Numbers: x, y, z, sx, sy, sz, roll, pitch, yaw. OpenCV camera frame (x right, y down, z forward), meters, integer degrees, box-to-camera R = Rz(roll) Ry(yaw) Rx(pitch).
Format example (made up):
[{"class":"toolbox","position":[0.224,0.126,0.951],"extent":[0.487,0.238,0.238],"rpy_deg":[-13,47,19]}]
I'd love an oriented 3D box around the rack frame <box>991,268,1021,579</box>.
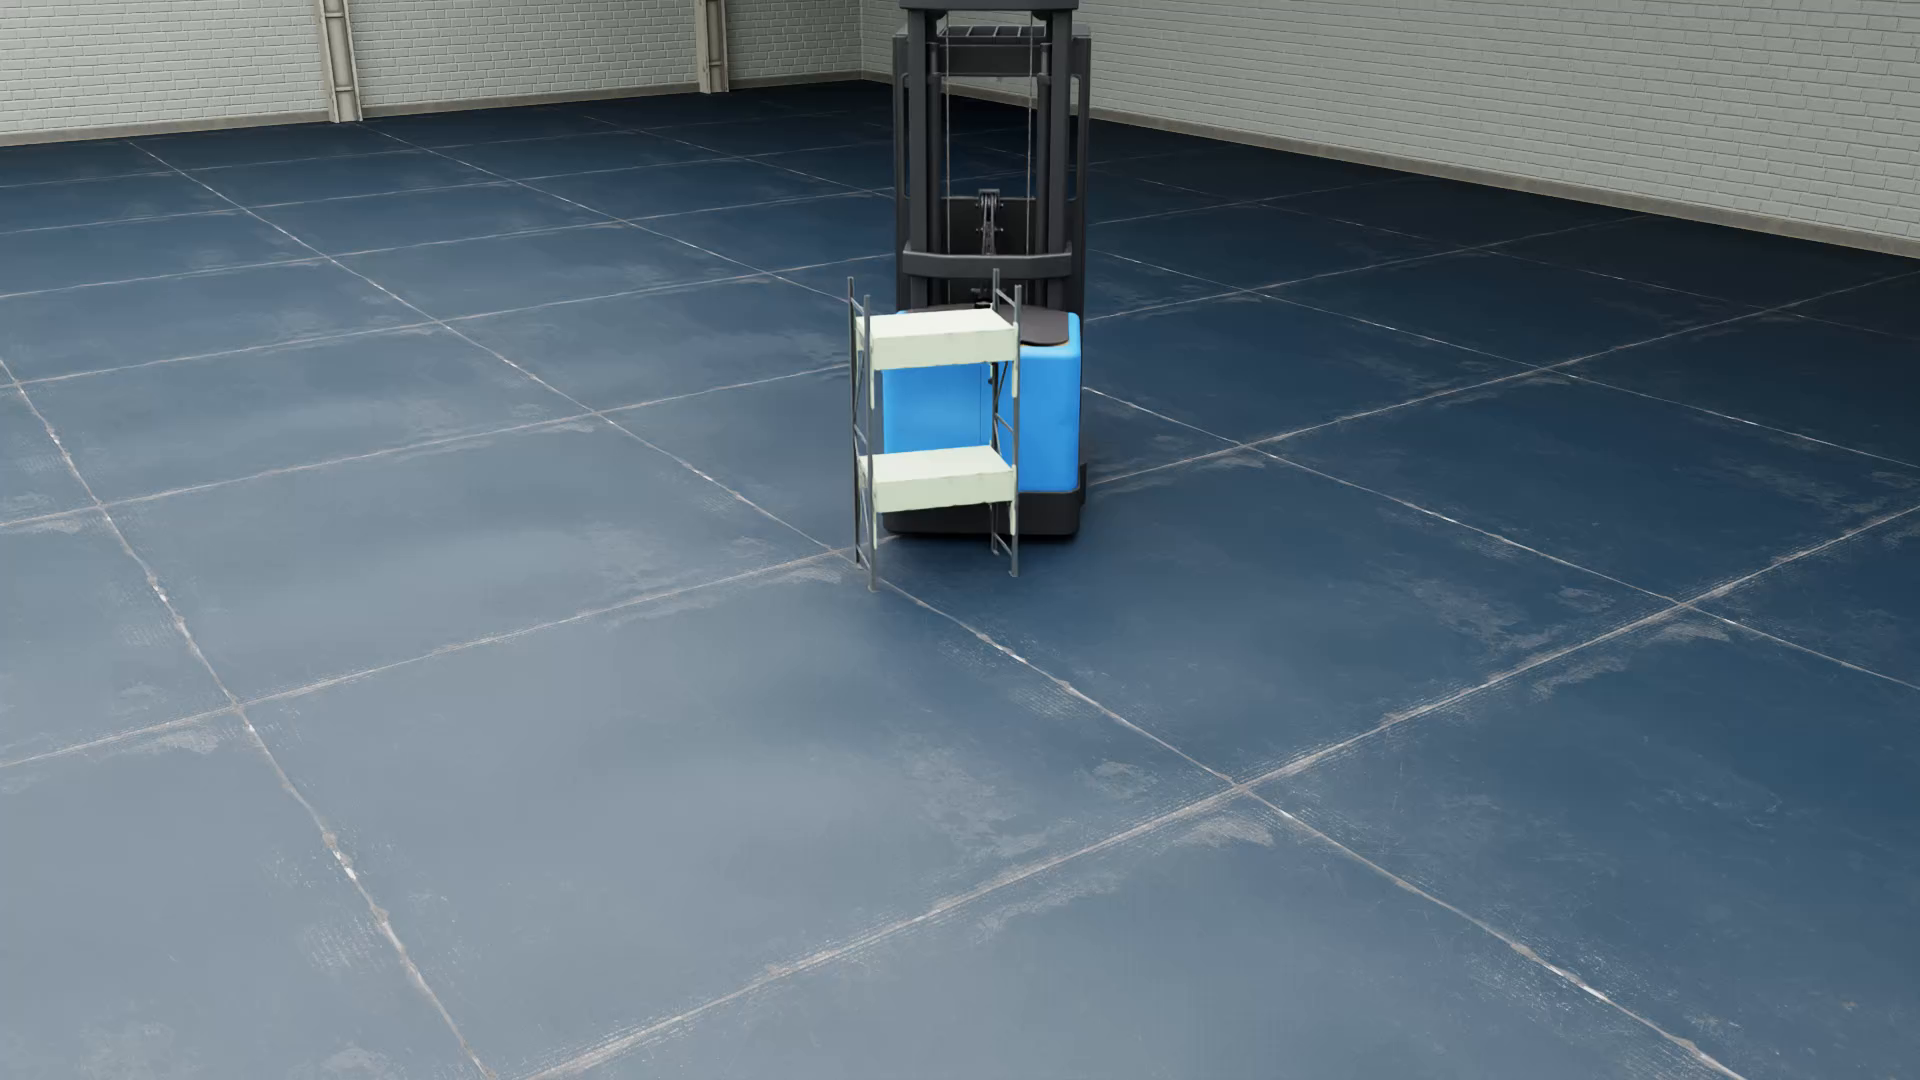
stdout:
[{"class":"rack frame","position":[0.227,-0.573,8.308],"extent":[0.023,1.500,0.400],"rpy_deg":[-6,22,-14]}]

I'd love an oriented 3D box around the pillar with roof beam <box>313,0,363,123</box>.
[{"class":"pillar with roof beam","position":[-6.411,-8.984,19.268],"extent":[0.400,9.000,9.100],"rpy_deg":[-15,26,-33]}]

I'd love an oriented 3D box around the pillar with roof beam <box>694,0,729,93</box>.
[{"class":"pillar with roof beam","position":[-1.541,-10.282,22.523],"extent":[0.400,9.000,9.100],"rpy_deg":[-15,26,-33]}]

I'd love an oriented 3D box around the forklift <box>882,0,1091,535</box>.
[{"class":"forklift","position":[0.187,-1.888,9.672],"extent":[1.130,2.935,3.031],"rpy_deg":[1,22,3]}]

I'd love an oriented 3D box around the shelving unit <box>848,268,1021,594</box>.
[{"class":"shelving unit","position":[-0.126,-0.537,8.218],"extent":[0.755,1.500,0.431],"rpy_deg":[-6,22,-14]}]

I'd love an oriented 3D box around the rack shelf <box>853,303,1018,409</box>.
[{"class":"rack shelf","position":[-0.126,-0.899,8.074],"extent":[0.720,0.370,0.431],"rpy_deg":[-6,22,-14]}]

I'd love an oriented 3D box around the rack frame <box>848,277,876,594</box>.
[{"class":"rack frame","position":[-0.479,-0.501,8.129],"extent":[0.023,1.500,0.400],"rpy_deg":[-6,22,-14]}]

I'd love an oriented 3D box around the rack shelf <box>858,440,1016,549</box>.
[{"class":"rack shelf","position":[-0.126,-0.234,8.339],"extent":[0.720,0.370,0.431],"rpy_deg":[-6,22,-14]}]
